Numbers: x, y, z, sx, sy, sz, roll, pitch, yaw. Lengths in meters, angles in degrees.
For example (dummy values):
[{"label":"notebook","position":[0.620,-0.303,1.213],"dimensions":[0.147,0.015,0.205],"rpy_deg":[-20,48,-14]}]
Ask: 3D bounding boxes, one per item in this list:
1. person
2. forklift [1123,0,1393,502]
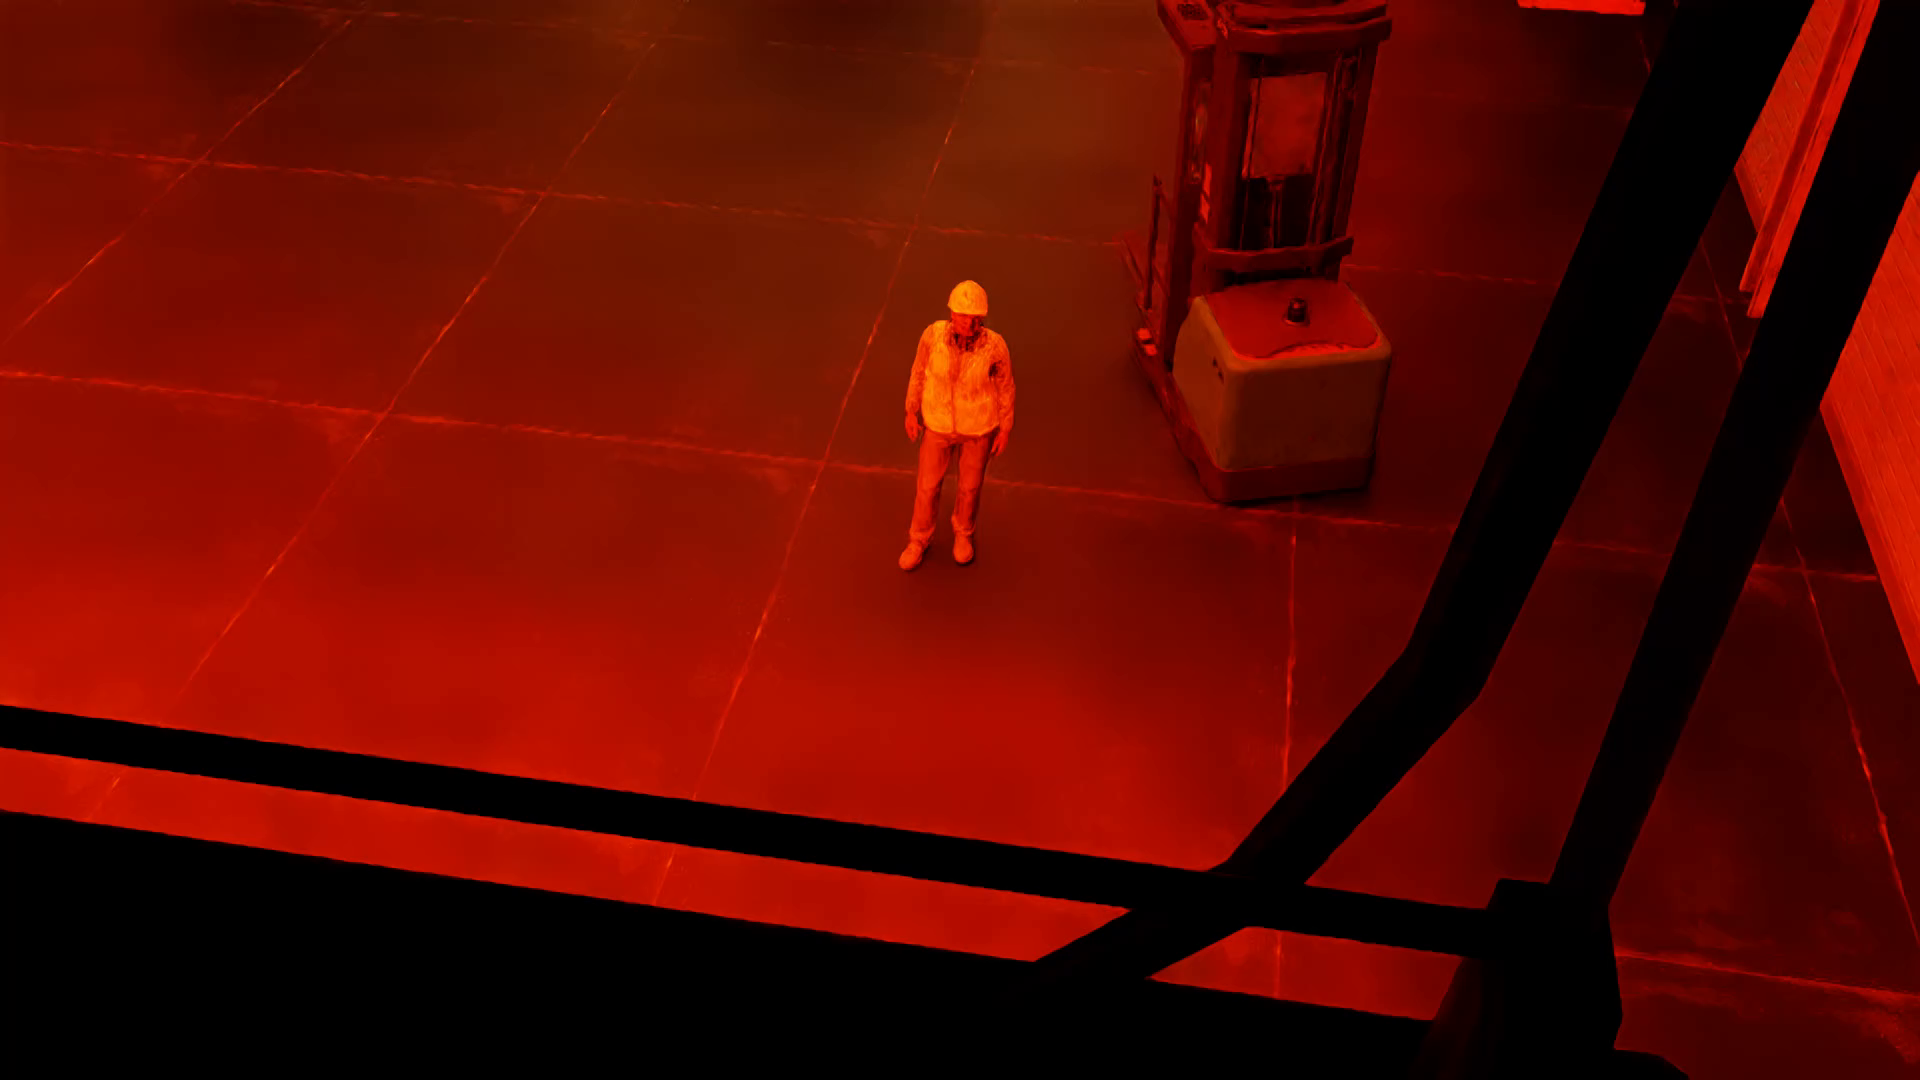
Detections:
[{"label":"person","position":[-0.019,-0.635,9.479],"dimensions":[0.632,1.773,0.567],"rpy_deg":[7,41,7]},{"label":"forklift","position":[1.814,-2.314,10.536],"dimensions":[1.130,2.935,3.031],"rpy_deg":[-7,42,-8]}]
